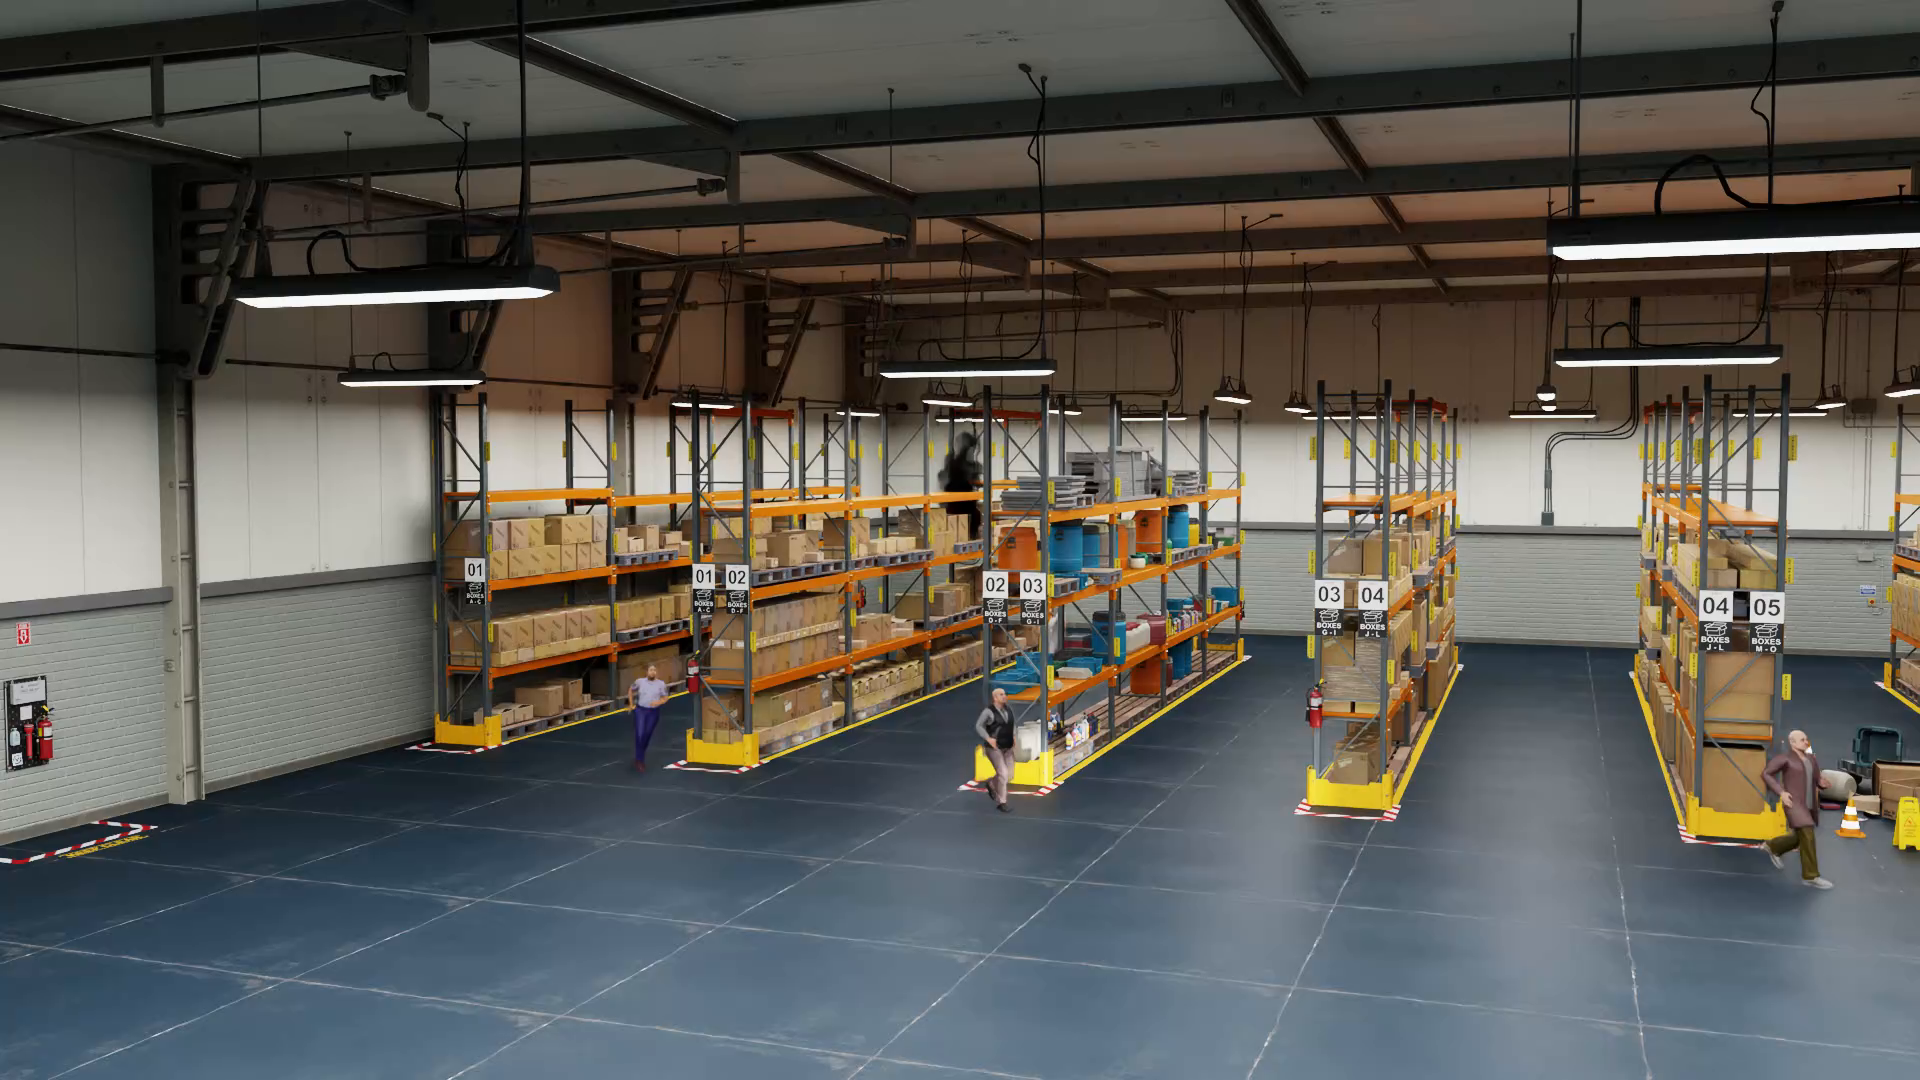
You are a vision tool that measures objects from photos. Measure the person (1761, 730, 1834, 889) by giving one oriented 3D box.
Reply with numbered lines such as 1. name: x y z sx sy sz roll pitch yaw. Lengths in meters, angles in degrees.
1. person: 9.704 3.082 19.273 0.716 1.754 1.017 -1 3 -25

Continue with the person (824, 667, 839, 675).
1. person: -2.650 2.349 34.378 0.573 1.630 0.548 1 3 13

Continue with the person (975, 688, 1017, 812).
1. person: 0.517 2.923 23.321 0.689 1.705 0.647 -3 4 -40

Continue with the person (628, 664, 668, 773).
1. person: -4.909 2.783 26.262 0.609 1.642 0.827 -1 3 -19

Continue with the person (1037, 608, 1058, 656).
1. person: 1.976 2.259 36.370 0.572 1.652 0.722 1 3 14
